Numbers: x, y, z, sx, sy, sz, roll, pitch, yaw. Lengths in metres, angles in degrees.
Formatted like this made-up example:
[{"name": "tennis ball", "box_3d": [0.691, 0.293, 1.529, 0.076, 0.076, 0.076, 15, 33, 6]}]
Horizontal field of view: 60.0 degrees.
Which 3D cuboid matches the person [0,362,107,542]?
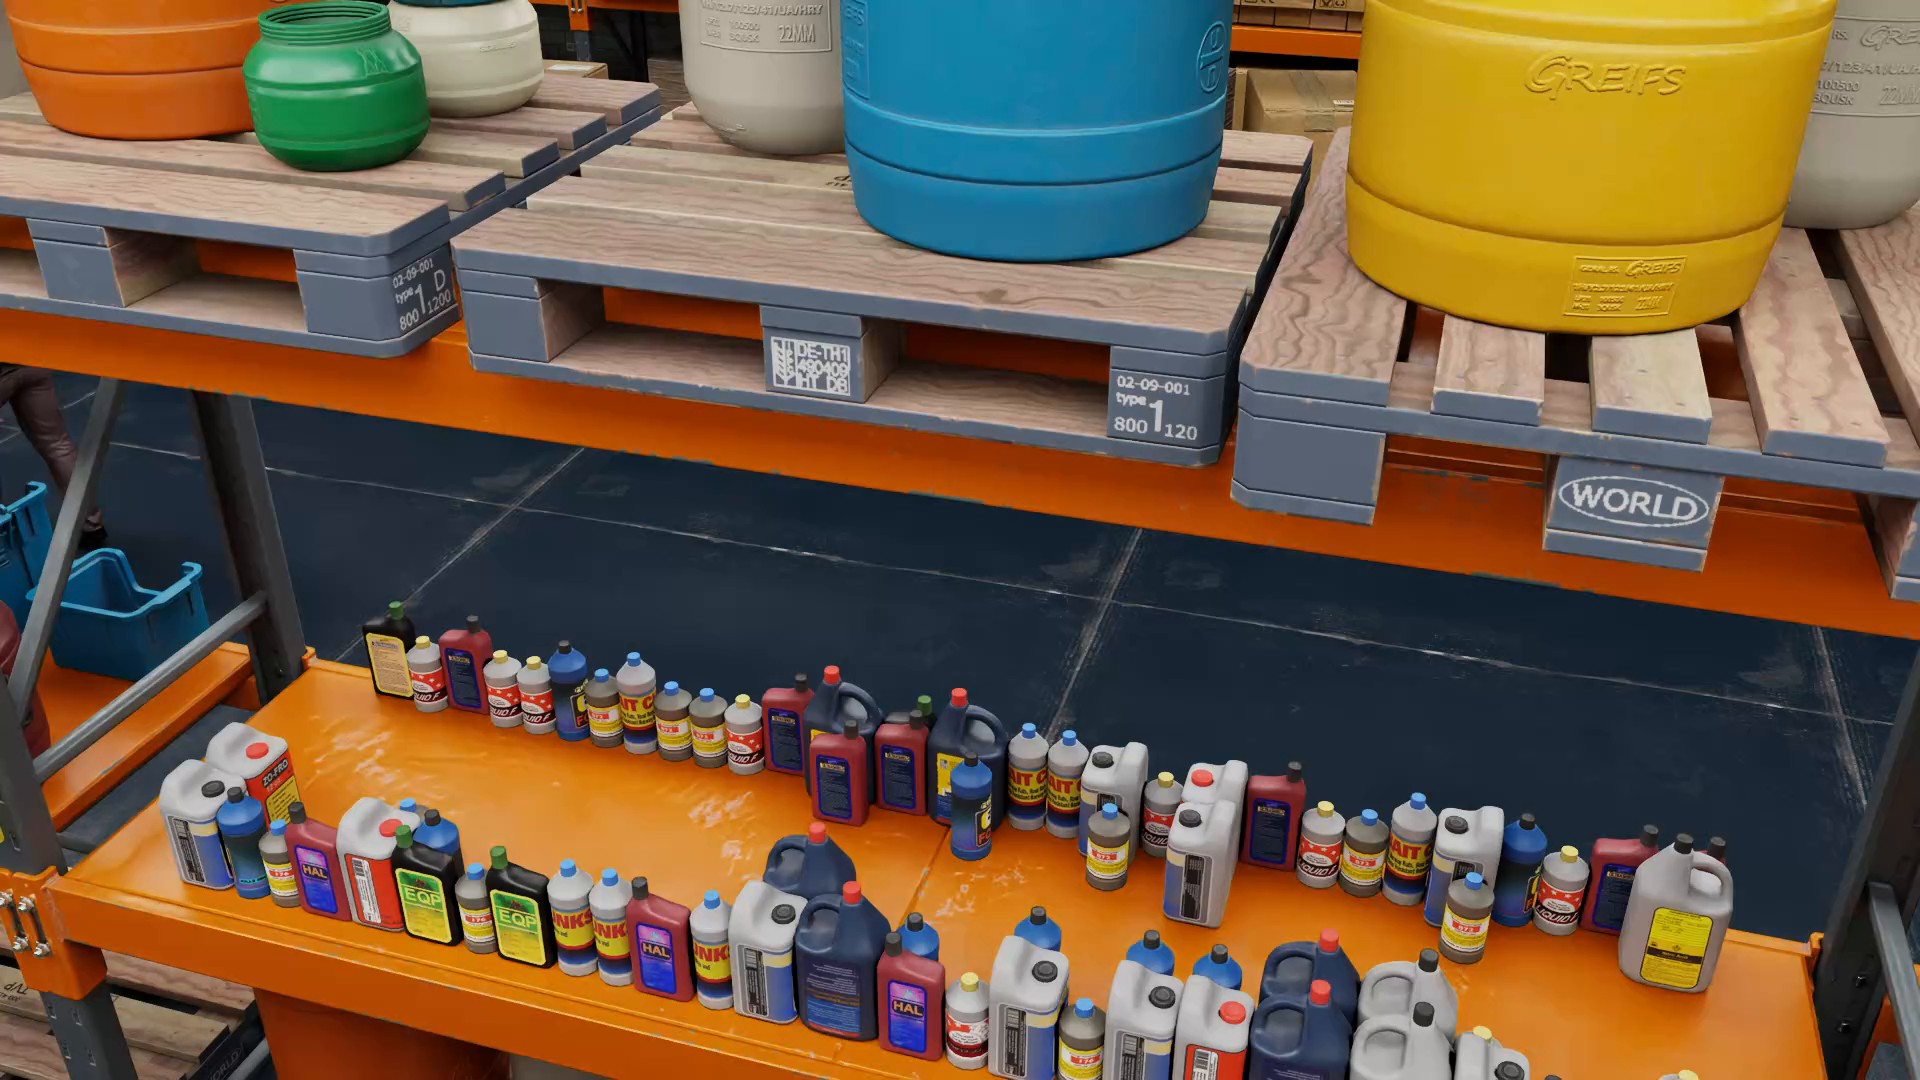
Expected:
[{"name": "person", "box_3d": [-4.450, -0.801, 7.565, 0.942, 1.678, 0.538, 14, 32, 23]}]
